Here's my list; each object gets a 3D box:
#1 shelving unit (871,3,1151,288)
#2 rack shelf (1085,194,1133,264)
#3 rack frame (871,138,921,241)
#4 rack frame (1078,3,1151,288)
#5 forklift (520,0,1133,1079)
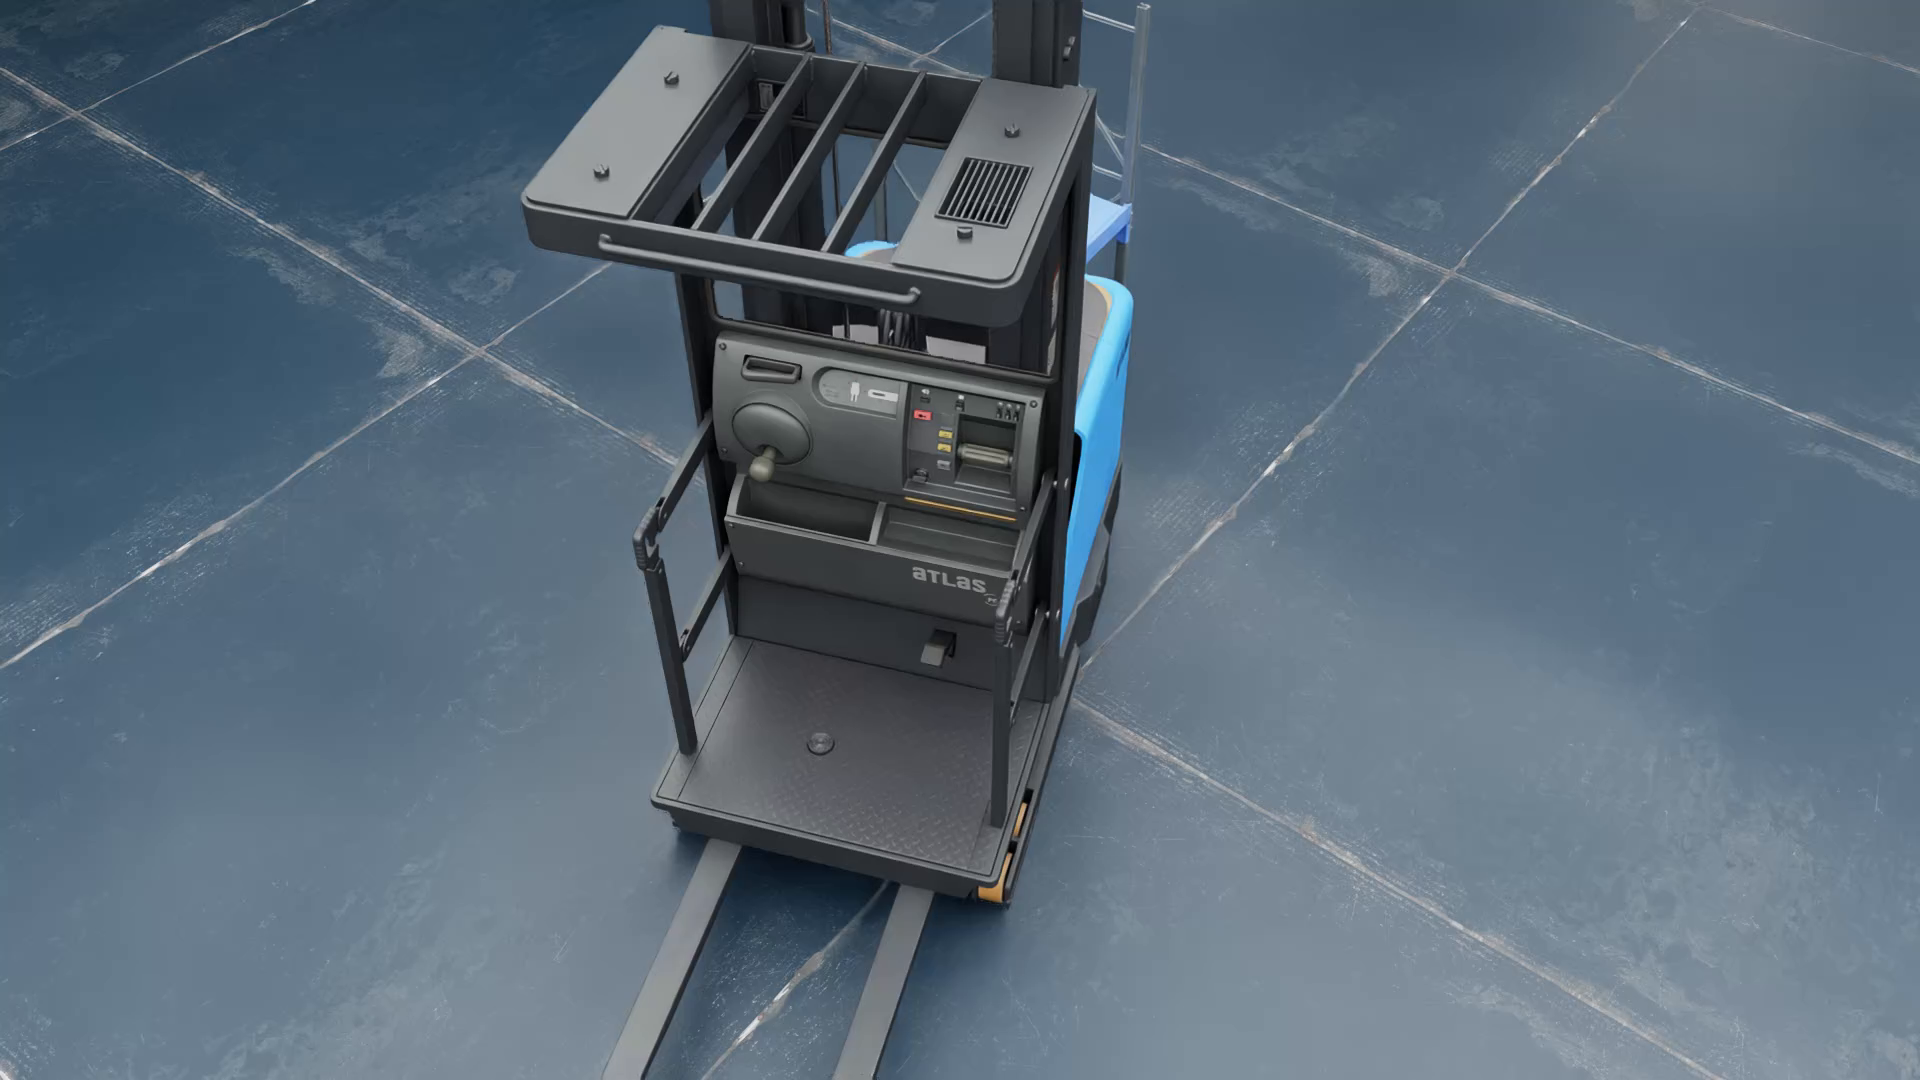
[{"bbox_3d":[0.192,-1.204,6.363,0.538,1.500,1.048,26,52,23],"label":"shelving unit"},{"bbox_3d":[0.192,-1.079,6.493,0.538,0.185,1.000,26,52,23],"label":"rack shelf"},{"bbox_3d":[-0.092,-0.899,6.071,0.500,1.500,0.032,26,52,23],"label":"rack frame"},{"bbox_3d":[0.476,-1.509,6.654,0.500,1.500,0.032,26,52,23],"label":"rack frame"},{"bbox_3d":[-0.291,-0.210,4.424,1.130,2.935,3.031,11,47,11],"label":"forklift"}]
